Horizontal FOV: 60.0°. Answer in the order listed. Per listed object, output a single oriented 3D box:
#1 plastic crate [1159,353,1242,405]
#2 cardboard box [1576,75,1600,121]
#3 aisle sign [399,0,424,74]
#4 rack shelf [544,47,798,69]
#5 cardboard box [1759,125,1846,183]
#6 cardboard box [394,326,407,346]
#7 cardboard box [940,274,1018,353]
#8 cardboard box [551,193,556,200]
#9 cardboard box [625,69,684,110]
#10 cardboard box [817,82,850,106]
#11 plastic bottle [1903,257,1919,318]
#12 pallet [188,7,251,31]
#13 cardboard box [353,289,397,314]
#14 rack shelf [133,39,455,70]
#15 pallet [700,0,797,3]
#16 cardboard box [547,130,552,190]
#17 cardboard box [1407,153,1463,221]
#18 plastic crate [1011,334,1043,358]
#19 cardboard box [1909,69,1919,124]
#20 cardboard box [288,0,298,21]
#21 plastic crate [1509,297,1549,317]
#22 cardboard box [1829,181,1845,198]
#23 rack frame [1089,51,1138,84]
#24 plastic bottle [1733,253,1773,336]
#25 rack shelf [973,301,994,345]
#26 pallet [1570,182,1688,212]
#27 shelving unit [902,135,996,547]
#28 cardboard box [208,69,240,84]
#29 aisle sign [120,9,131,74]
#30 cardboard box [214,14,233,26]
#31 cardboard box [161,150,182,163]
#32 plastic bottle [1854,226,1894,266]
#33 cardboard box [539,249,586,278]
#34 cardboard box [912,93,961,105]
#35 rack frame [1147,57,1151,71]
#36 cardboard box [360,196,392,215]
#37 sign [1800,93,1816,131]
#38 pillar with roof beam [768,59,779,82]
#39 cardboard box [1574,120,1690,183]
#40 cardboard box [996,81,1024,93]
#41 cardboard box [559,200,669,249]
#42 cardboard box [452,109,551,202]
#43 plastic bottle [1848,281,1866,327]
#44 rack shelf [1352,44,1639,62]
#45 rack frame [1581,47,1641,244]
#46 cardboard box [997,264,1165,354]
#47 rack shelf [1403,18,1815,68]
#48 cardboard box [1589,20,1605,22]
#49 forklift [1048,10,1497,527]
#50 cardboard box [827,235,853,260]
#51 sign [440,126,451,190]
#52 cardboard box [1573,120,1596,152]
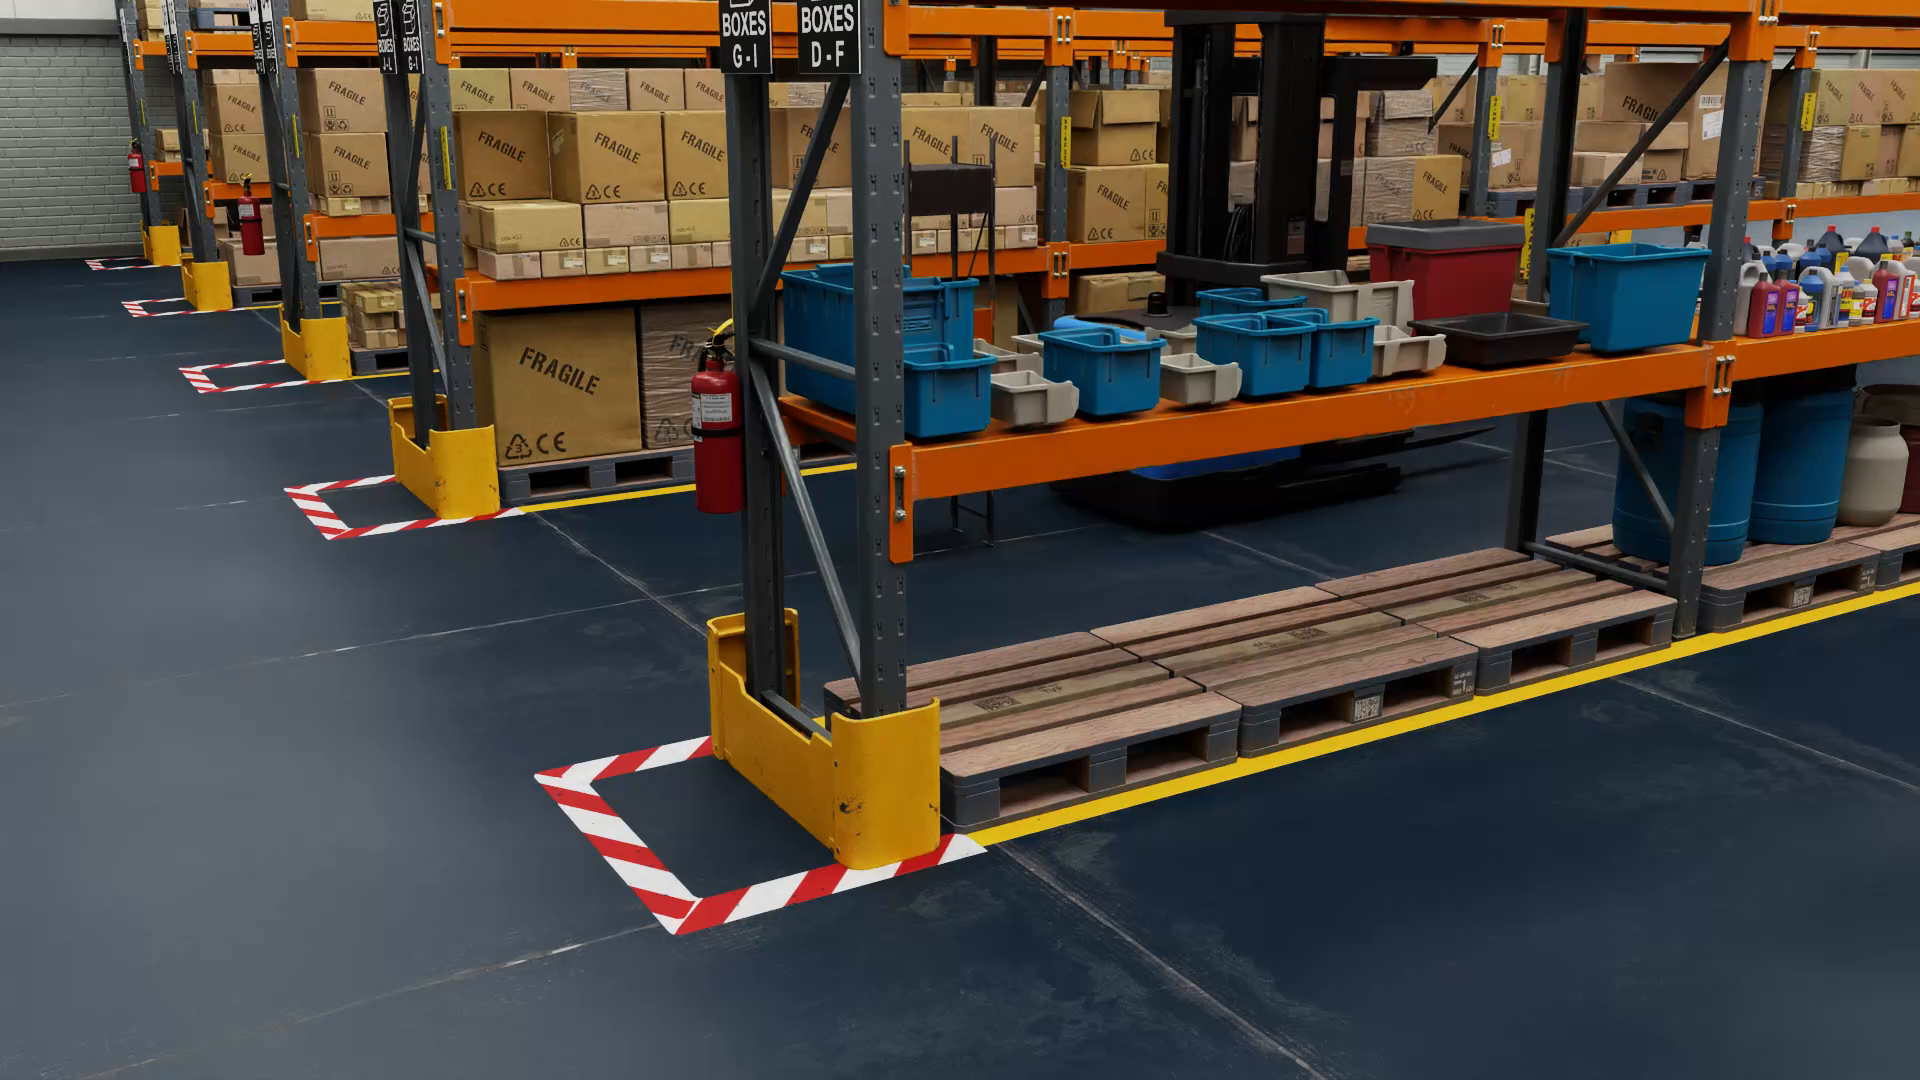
[{"bbox_3d":[0.806,-0.547,5.680,0.298,0.136,0.250,-9,18,-30],"label":"plastic crate"},{"bbox_3d":[7.460,-5.550,20.874,0.550,0.550,0.875,-9,18,-30],"label":"cardboard box"},{"bbox_3d":[-2.933,-2.885,8.829,0.004,0.787,0.394,-9,18,-30],"label":"aisle sign"},{"bbox_3d":[-2.986,-5.938,20.310,4.000,0.370,1.077,-9,18,-30],"label":"rack shelf"},{"bbox_3d":[7.678,-3.621,15.532,0.500,0.500,0.875,-9,18,-30],"label":"cardboard box"},{"bbox_3d":[-4.697,-1.758,14.128,0.250,0.149,0.380,-9,18,-30],"label":"cardboard box"},{"bbox_3d":[-0.204,-1.375,11.415,0.875,0.875,0.875,-9,18,-30],"label":"cardboard box"},{"bbox_3d":[-2.312,-1.983,10.153,0.500,0.250,0.500,-10,18,-31],"label":"cardboard box"},{"bbox_3d":[-2.768,-3.902,14.685,0.500,0.500,0.500,-10,18,-31],"label":"cardboard box"},{"bbox_3d":[-1.580,-5.515,20.989,0.500,0.500,0.500,-10,18,-31],"label":"cardboard box"},{"bbox_3d":[4.540,-1.200,7.864,0.135,0.276,0.152,-9,18,-30],"label":"plastic bottle"},{"bbox_3d":[-7.499,-5.513,17.626,1.213,0.211,1.003,-9,18,-30],"label":"pallet"},{"bbox_3d":[-4.869,-1.985,13.834,0.250,0.149,0.380,-10,19,-32],"label":"cardboard box"},{"bbox_3d":[-8.974,-6.530,22.421,4.000,0.370,1.077,-9,18,-30],"label":"rack shelf"},{"bbox_3d":[-1.348,-3.391,10.055,1.213,0.211,1.003,-9,18,-30],"label":"pallet"},{"bbox_3d":[-3.660,-3.282,14.325,0.500,0.500,0.500,-10,18,-31],"label":"cardboard box"},{"bbox_3d":[3.537,-2.747,12.967,0.500,0.500,0.500,-9,18,-28],"label":"cardboard box"},{"bbox_3d":[0.387,-0.661,6.088,0.243,0.136,0.396,-9,18,-30],"label":"plastic crate"},{"bbox_3d":[9.057,-4.269,15.992,0.500,0.500,0.500,-9,18,-30],"label":"cardboard box"},{"bbox_3d":[-5.240,-4.371,13.666,0.500,0.250,0.500,-10,18,-31],"label":"cardboard box"},{"bbox_3d":[2.482,-0.993,7.273,0.243,0.136,0.396,-9,18,-30],"label":"plastic crate"},{"bbox_3d":[8.021,-3.293,15.566,0.250,0.149,0.380,-9,18,-30],"label":"cardboard box"},{"bbox_3d":[2.157,-5.674,23.593,0.127,3.000,1.000,-9,18,-30],"label":"rack frame"},{"bbox_3d":[3.457,-1.079,7.292,0.185,0.351,0.144,-9,18,-30],"label":"plastic bottle"},{"bbox_3d":[-0.142,-0.975,8.548,0.480,0.518,0.431,-9,18,-30],"label":"rack shelf"},{"bbox_3d":[5.508,-3.017,14.471,1.213,0.211,1.003,-9,18,-30],"label":"pallet"},{"bbox_3d":[-0.142,-0.988,8.544,0.503,2.100,0.431,-9,18,-30],"label":"shelving unit"},{"bbox_3d":[-7.682,-4.833,17.354,0.250,0.149,0.380,-9,18,-29],"label":"cardboard box"},{"bbox_3d":[-10.596,-6.328,21.110,0.004,0.787,0.394,-9,18,-30],"label":"aisle sign"},{"bbox_3d":[-9.742,-6.743,21.576,0.500,0.250,0.500,-9,18,-29],"label":"cardboard box"},{"bbox_3d":[-10.266,-5.015,21.708,0.250,0.149,0.380,-9,18,-30],"label":"cardboard box"},{"bbox_3d":[4.711,-1.439,8.578,0.185,0.351,0.144,-9,18,-30],"label":"plastic bottle"},{"bbox_3d":[-2.332,-1.601,9.529,0.250,0.149,0.380,-10,18,-31],"label":"cardboard box"},{"bbox_3d":[-0.324,-5.594,21.796,0.500,0.500,0.500,-8,18,-27],"label":"cardboard box"},{"bbox_3d":[3.026,-7.378,29.672,0.127,3.000,1.000,-9,18,-30],"label":"rack frame"},{"bbox_3d":[-4.850,-2.768,13.691,0.250,0.149,0.380,-8,18,-28],"label":"cardboard box"},{"bbox_3d":[7.550,-3.811,14.801,0.005,0.325,0.100,-9,18,-30],"label":"sign"},{"bbox_3d":[-0.961,-8.548,22.732,0.400,9.000,9.100,-9,18,-30],"label":"pillar with roof beam"},{"bbox_3d":[5.822,-3.371,14.407,0.637,0.503,0.797,-7,17,-24],"label":"cardboard box"},{"bbox_3d":[0.694,-6.221,22.830,0.250,0.149,0.380,-8,18,-27],"label":"cardboard box"},{"bbox_3d":[-2.033,-1.862,9.721,0.500,0.250,0.500,-9,18,-30],"label":"cardboard box"},{"bbox_3d":[-2.743,-2.273,9.800,0.500,0.500,0.500,-9,18,-29],"label":"cardboard box"},{"bbox_3d":[4.058,-1.078,7.565,0.097,0.201,0.097,0,16,0],"label":"plastic bottle"},{"bbox_3d":[6.507,-5.918,20.242,4.000,0.370,1.077,-9,18,-30],"label":"rack shelf"},{"bbox_3d":[8.222,-5.099,21.541,0.127,3.000,1.000,-9,18,-30],"label":"rack frame"},{"bbox_3d":[0.942,-1.542,12.010,0.875,0.875,1.225,-9,18,-30],"label":"cardboard box"},{"bbox_3d":[5.546,-4.201,14.114,4.000,0.370,1.077,-9,18,-30],"label":"rack shelf"},{"bbox_3d":[4.806,-4.275,13.323,0.500,0.250,0.500,-9,18,-28],"label":"cardboard box"},{"bbox_3d":[2.019,-1.768,9.788,3.031,2.935,1.130,-11,19,-33],"label":"forklift"},{"bbox_3d":[-0.791,-1.851,10.421,0.250,0.149,0.380,-10,18,-31],"label":"cardboard box"},{"bbox_3d":[-2.745,-2.039,8.874,0.005,0.325,0.100,-9,18,-30],"label":"sign"},{"bbox_3d":[7.467,-5.027,21.009,0.550,0.550,0.875,-9,18,-30],"label":"cardboard box"}]
